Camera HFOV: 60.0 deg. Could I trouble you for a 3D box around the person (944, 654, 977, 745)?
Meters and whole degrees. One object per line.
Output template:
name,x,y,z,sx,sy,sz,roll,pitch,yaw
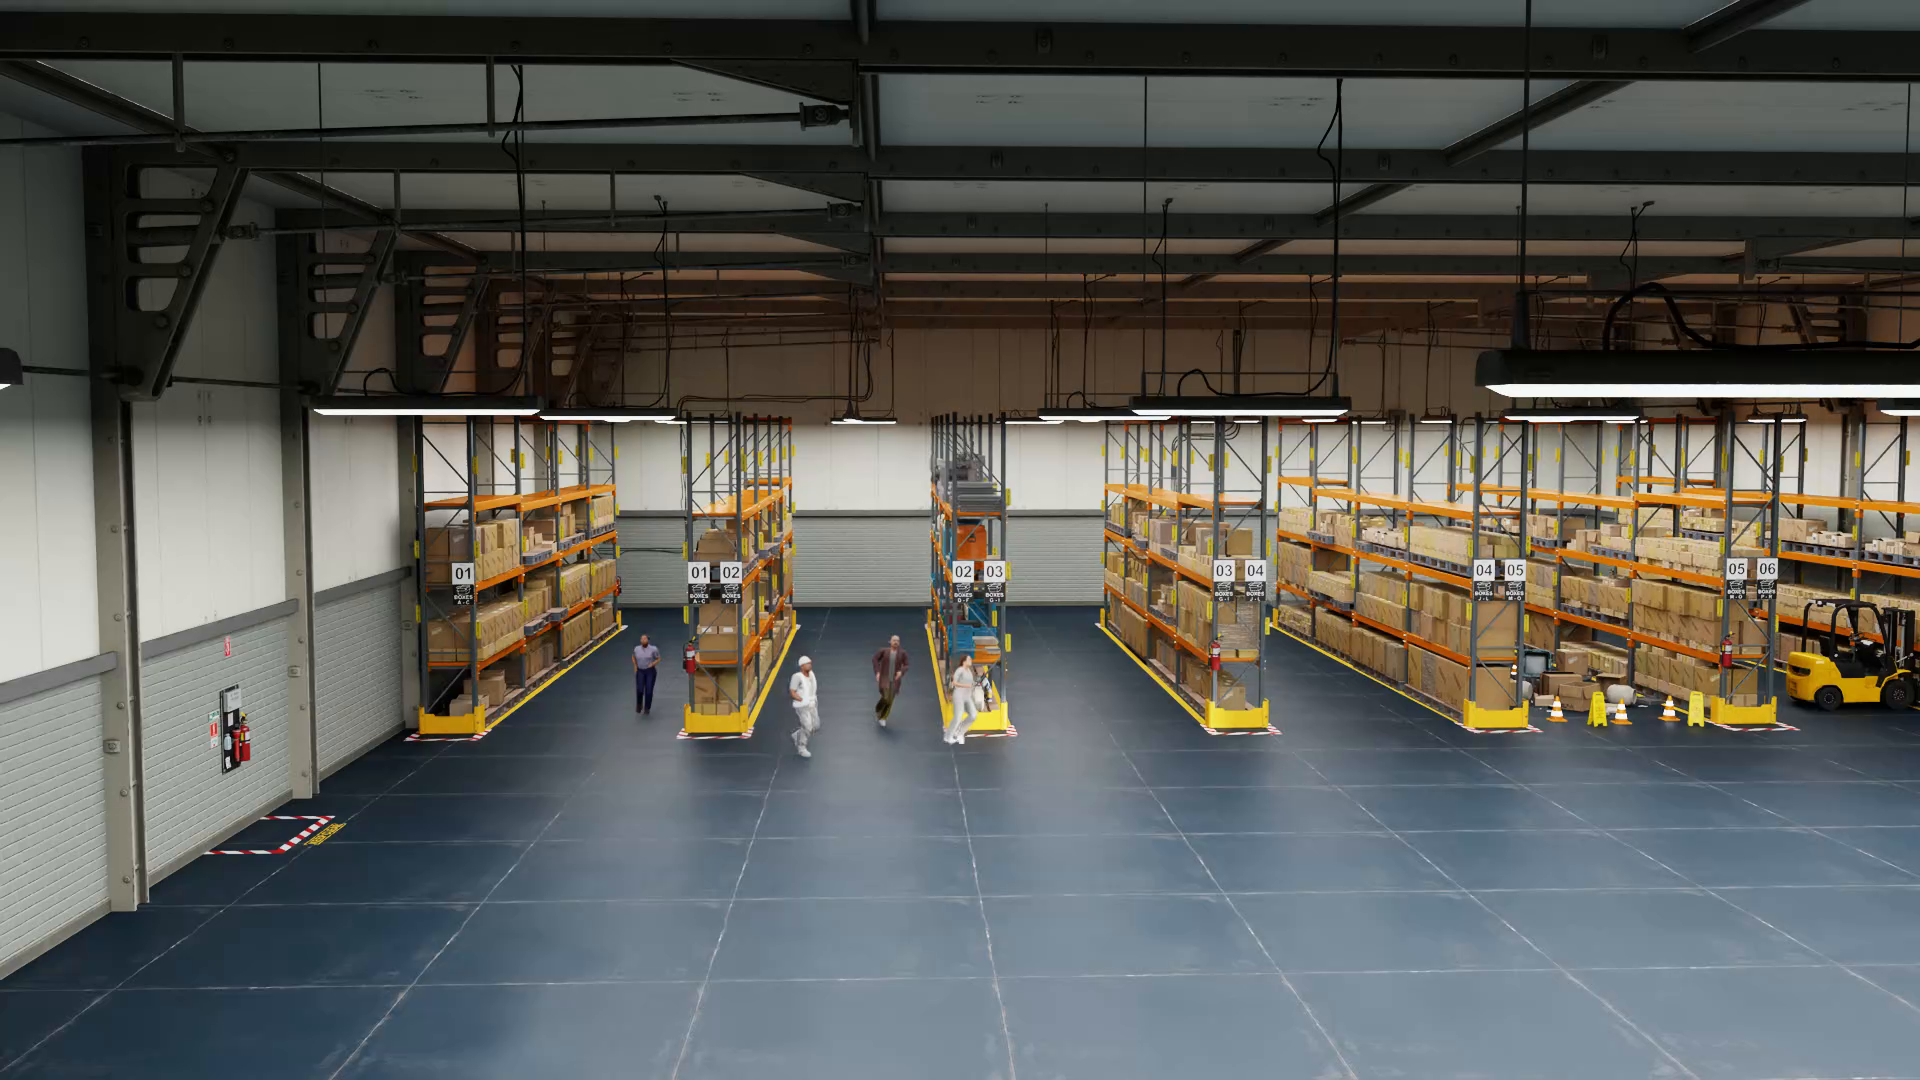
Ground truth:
person,0.085,2.865,30.066,0.617,1.633,0.575,4,5,44

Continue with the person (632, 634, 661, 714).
person,-6.230,2.670,32.982,0.588,1.613,0.567,0,4,-4

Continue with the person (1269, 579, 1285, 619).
person,9.384,1.538,49.137,0.552,1.679,0.758,1,4,19

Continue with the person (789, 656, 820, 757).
person,-2.715,2.886,28.972,0.618,1.737,0.718,2,4,29

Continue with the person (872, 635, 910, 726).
person,-1.300,2.696,31.875,0.689,1.733,0.602,-1,4,-12
